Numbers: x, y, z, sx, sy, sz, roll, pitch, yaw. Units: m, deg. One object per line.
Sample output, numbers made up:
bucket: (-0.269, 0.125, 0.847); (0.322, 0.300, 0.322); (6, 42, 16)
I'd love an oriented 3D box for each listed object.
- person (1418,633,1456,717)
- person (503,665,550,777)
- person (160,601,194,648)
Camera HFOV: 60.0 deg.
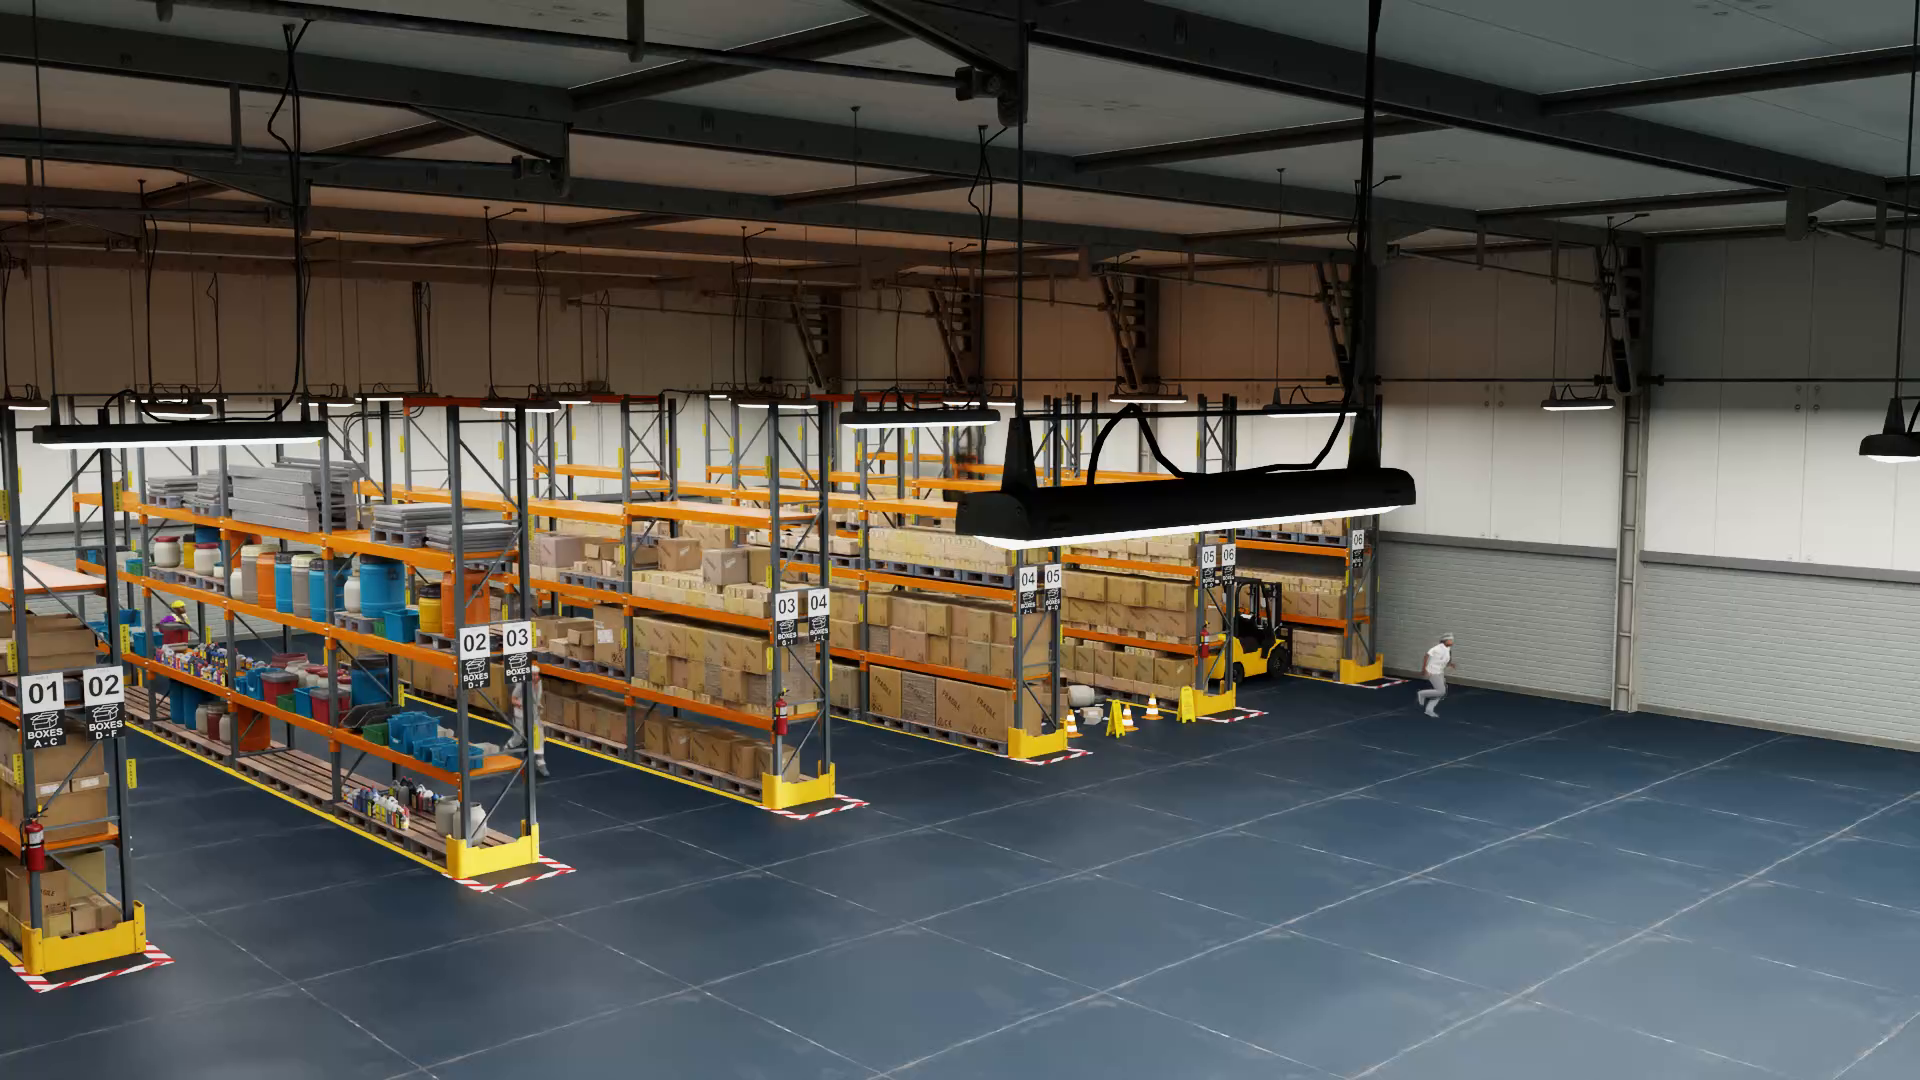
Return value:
person: (8.985, 2.525, 31.291); (0.689, 1.620, 0.562); (4, 7, 35)
person: (-7.002, 2.866, 26.811); (1.137, 1.772, 0.659); (5, 7, 41)
person: (-16.107, 2.123, 34.343); (0.971, 1.764, 0.713); (0, 6, 2)
